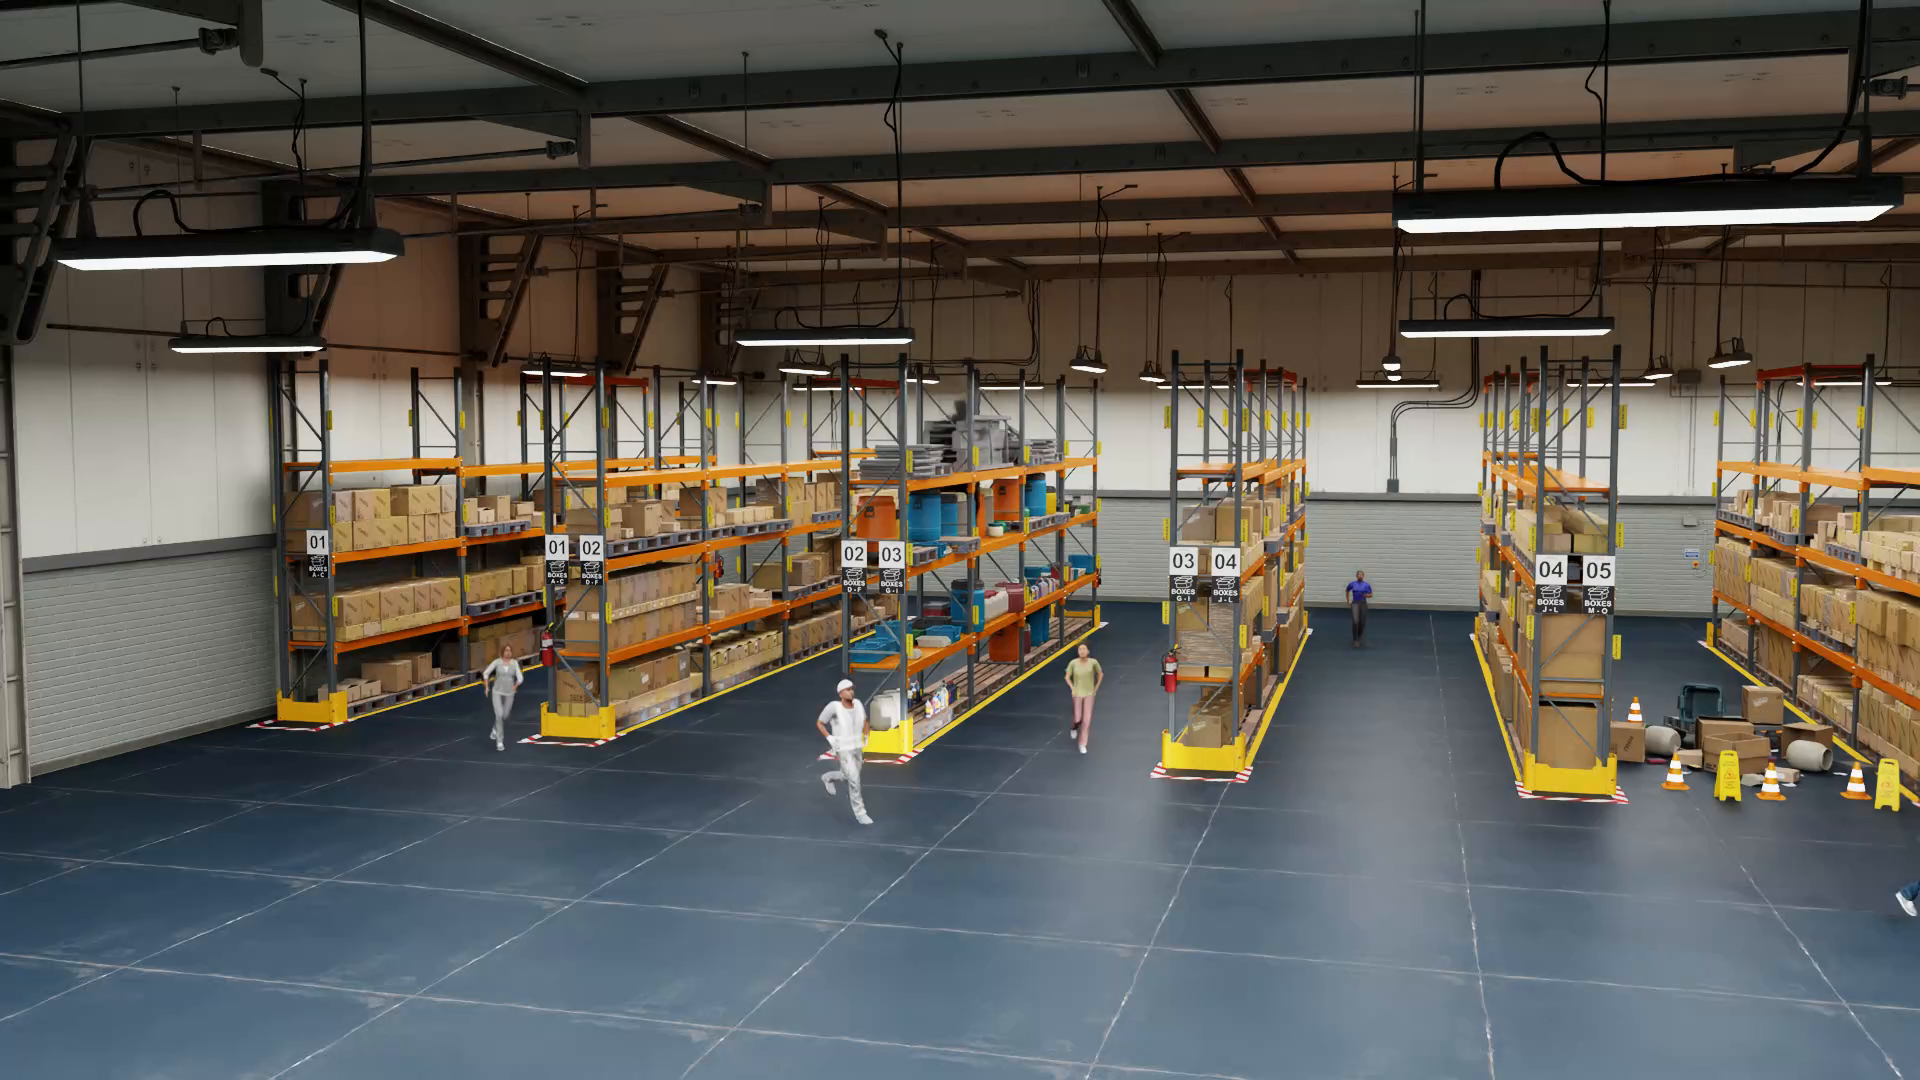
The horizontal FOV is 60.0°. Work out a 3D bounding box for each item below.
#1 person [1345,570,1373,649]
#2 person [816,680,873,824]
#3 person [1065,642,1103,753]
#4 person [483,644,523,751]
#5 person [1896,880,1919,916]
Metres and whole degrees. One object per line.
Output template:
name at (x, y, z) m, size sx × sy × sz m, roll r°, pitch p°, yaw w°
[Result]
person at (8.848, 1.516, 36.867) m, size 0.558 × 1.702 × 0.832 m, roll 0°, pitch 4°, yaw 6°
person at (-1.432, 2.638, 20.989) m, size 1.064 × 1.768 × 0.658 m, roll 4°, pitch 6°, yaw 44°
person at (1.894, 2.373, 25.356) m, size 0.584 × 1.652 × 0.722 m, roll 0°, pitch 4°, yaw 2°
person at (-6.993, 2.391, 25.518) m, size 0.575 × 1.580 × 0.740 m, roll -2°, pitch 5°, yaw -25°
person at (9.678, 3.022, 16.290) m, size 0.544 × 1.586 × 0.879 m, roll -2°, pitch 5°, yaw -30°
